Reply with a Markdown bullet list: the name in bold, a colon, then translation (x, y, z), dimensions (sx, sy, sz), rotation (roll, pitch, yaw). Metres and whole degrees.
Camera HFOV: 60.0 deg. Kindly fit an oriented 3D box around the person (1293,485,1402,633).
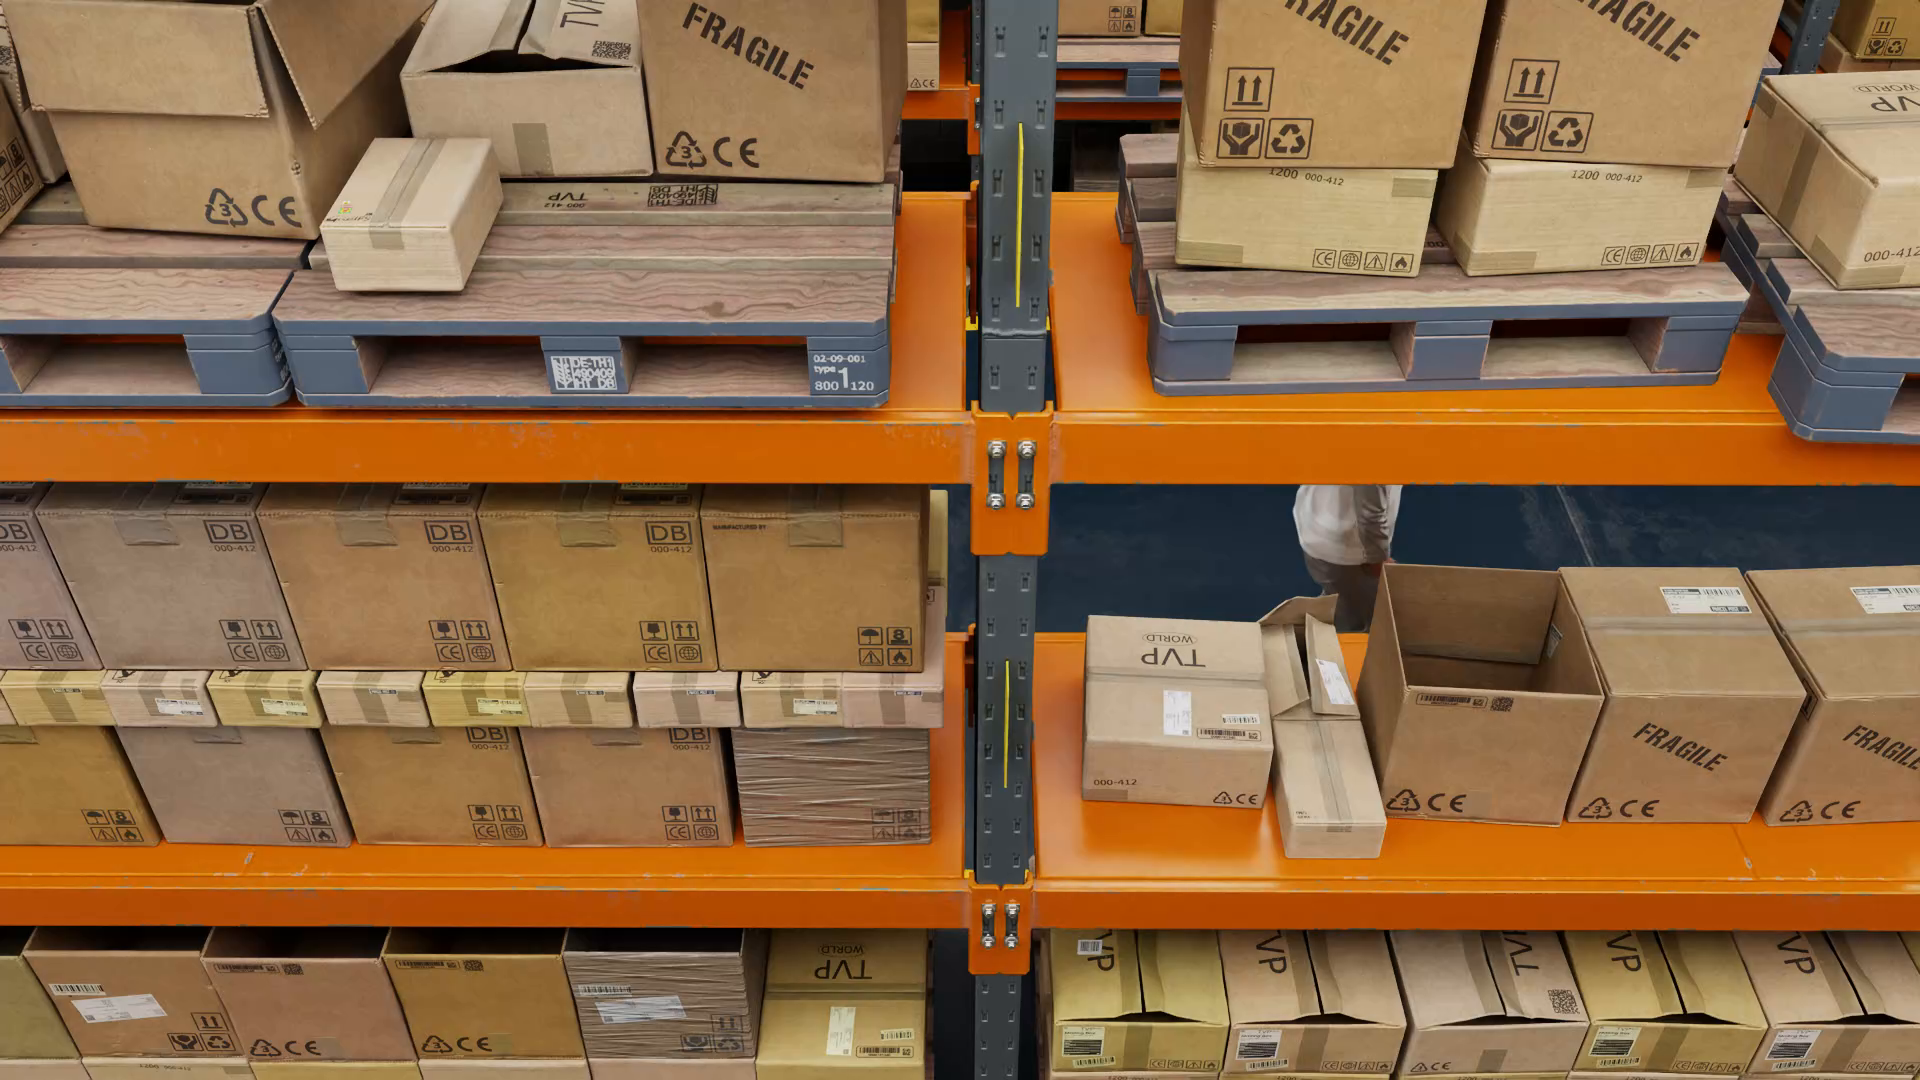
- **person**: translation (1.474, -0.045, 6.225), dimensions (0.442, 1.736, 0.552), rotation (1, 39, 1)
